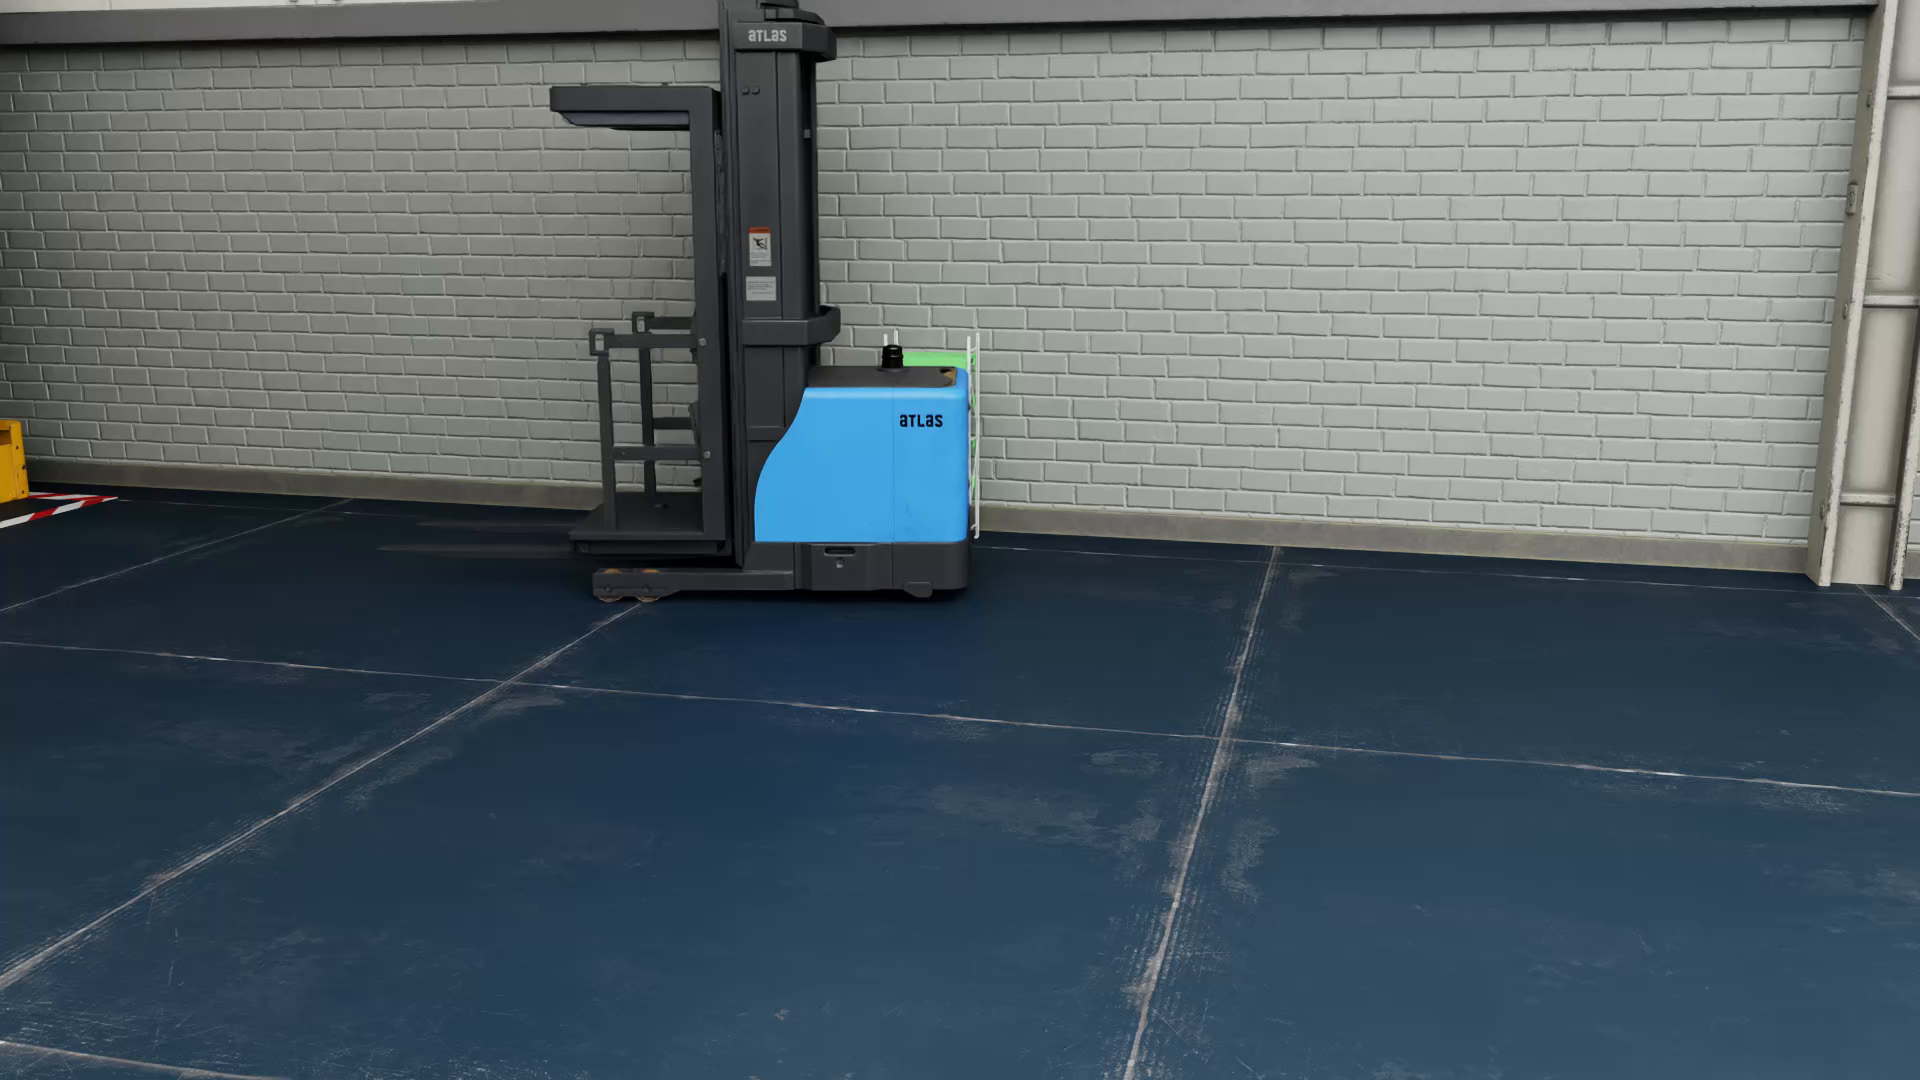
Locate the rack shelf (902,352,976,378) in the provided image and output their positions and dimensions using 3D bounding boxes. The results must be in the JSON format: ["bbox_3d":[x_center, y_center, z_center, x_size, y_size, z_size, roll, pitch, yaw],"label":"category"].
[{"bbox_3d":[-0.161,-1.001,9.552,0.480,0.148,0.258,3,13,14],"label":"rack shelf"}]

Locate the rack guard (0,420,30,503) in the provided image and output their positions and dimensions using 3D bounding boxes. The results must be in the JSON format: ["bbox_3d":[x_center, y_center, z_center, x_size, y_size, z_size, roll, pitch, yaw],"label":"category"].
[{"bbox_3d":[-6.465,-0.425,10.495,0.348,0.500,1.175,3,13,14],"label":"rack guard"}]

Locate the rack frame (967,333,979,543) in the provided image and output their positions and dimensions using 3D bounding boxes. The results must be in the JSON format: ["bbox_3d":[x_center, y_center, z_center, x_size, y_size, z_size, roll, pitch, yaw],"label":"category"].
[{"bbox_3d":[0.076,-0.582,9.585,0.015,1.200,0.240,3,13,14],"label":"rack frame"}]

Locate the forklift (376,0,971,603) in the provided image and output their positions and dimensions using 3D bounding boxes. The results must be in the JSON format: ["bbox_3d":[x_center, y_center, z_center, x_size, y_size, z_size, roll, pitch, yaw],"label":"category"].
[{"bbox_3d":[-1.464,-1.231,8.516,3.031,2.935,1.130,0,13,1],"label":"forklift"}]

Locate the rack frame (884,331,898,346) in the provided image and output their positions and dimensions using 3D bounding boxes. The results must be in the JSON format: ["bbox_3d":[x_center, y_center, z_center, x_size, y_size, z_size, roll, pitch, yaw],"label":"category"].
[{"bbox_3d":[-0.398,-0.607,9.700,0.015,1.200,0.240,3,13,14],"label":"rack frame"}]

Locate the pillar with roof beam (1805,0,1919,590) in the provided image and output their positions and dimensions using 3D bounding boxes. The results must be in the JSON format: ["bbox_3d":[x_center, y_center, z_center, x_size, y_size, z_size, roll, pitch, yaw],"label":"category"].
[{"bbox_3d":[3.670,-3.273,3.710,0.400,9.000,9.100,3,13,14],"label":"pillar with roof beam"}]

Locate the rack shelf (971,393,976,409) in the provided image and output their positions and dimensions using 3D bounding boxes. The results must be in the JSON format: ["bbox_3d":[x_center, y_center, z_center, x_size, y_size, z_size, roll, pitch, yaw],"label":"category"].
[{"bbox_3d":[-0.161,-0.766,9.604,0.480,0.148,0.258,3,13,14],"label":"rack shelf"}]

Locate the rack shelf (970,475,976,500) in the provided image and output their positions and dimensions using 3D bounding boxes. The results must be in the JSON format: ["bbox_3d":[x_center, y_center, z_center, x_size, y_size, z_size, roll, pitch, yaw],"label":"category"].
[{"bbox_3d":[-0.161,-0.298,9.708,0.480,0.148,0.258,3,13,14],"label":"rack shelf"}]

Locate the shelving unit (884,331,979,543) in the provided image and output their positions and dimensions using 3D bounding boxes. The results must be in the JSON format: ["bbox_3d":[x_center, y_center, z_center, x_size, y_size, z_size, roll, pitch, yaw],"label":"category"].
[{"bbox_3d":[-0.161,-0.594,9.642,0.503,1.200,0.258,3,13,14],"label":"shelving unit"}]

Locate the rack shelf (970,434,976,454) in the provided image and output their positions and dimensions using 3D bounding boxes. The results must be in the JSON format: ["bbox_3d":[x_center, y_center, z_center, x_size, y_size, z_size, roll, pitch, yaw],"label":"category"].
[{"bbox_3d":[-0.161,-0.532,9.656,0.480,0.148,0.258,3,13,14],"label":"rack shelf"}]
